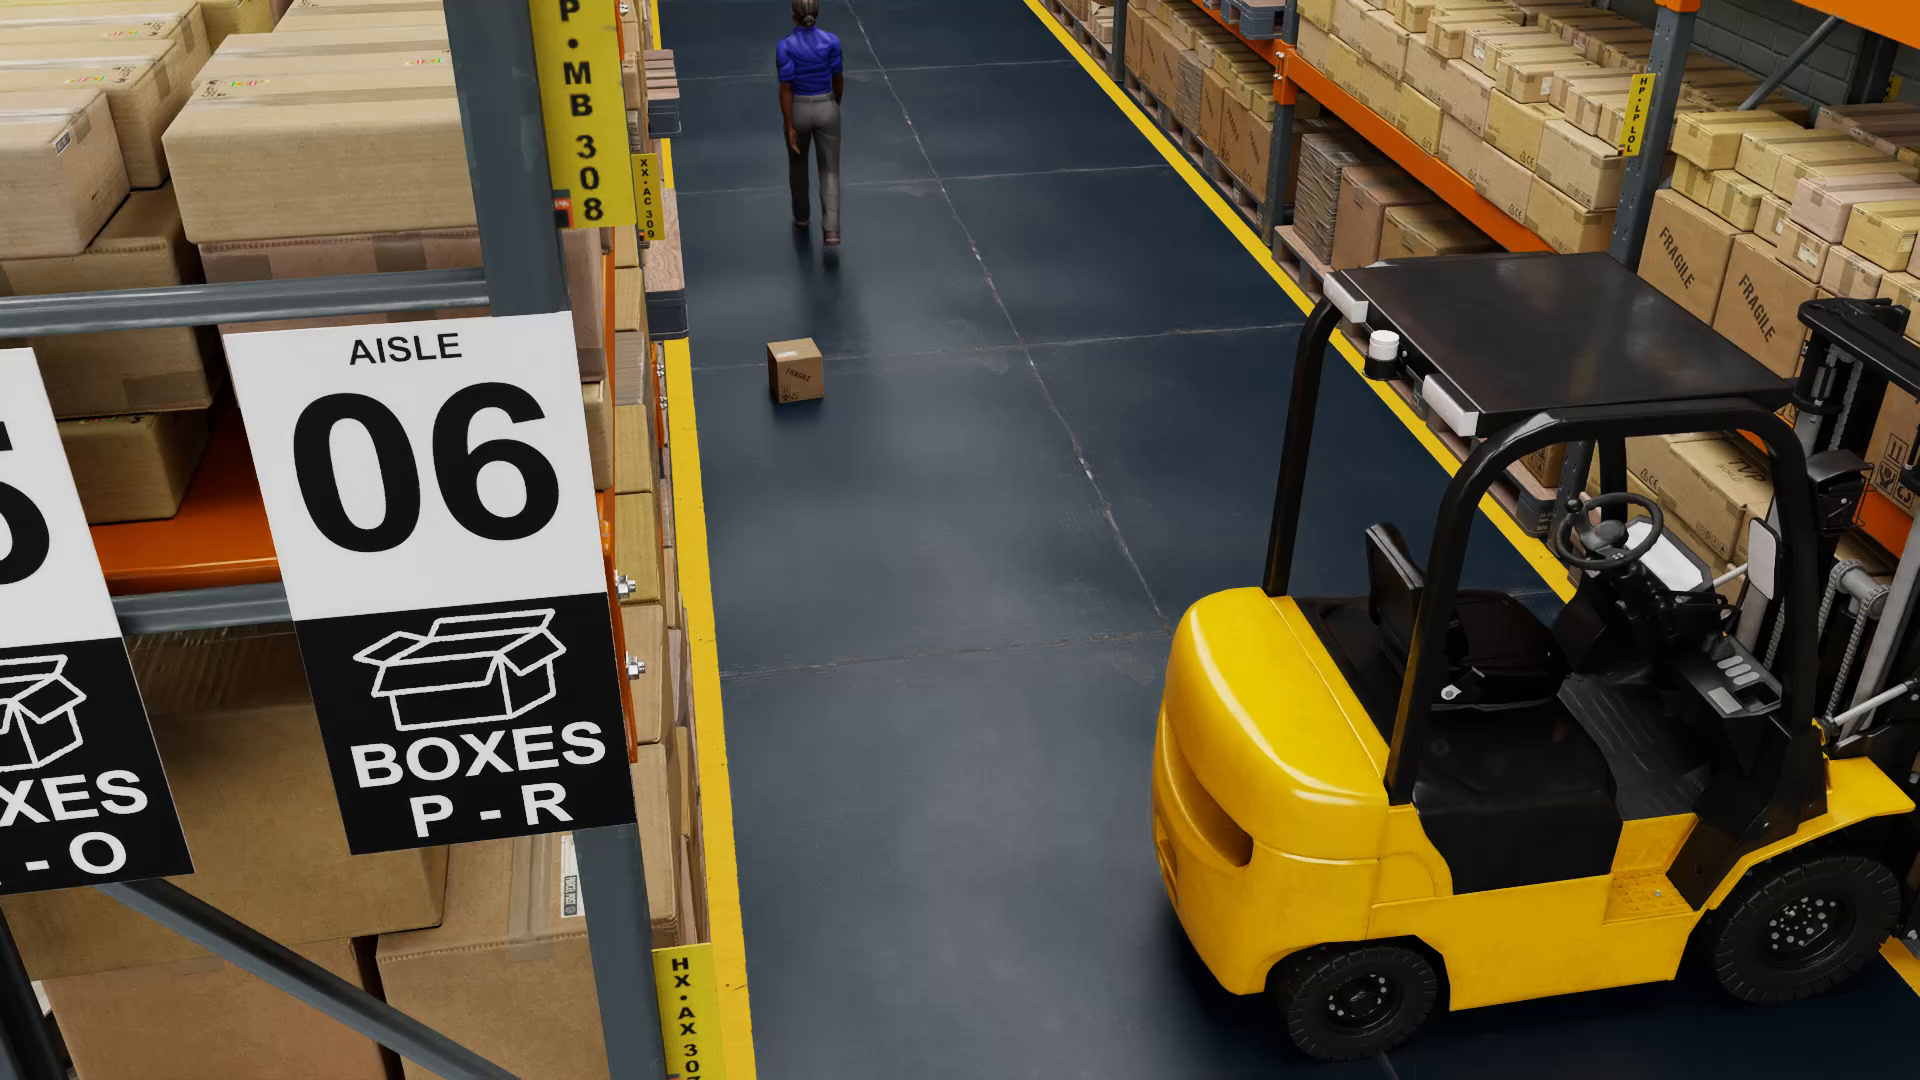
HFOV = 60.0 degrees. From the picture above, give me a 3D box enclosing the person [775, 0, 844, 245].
[{"bbox_3d":[-0.950,-2.717,10.681,0.435,1.602,0.978,-4,31,-7],"label":"person"}]
